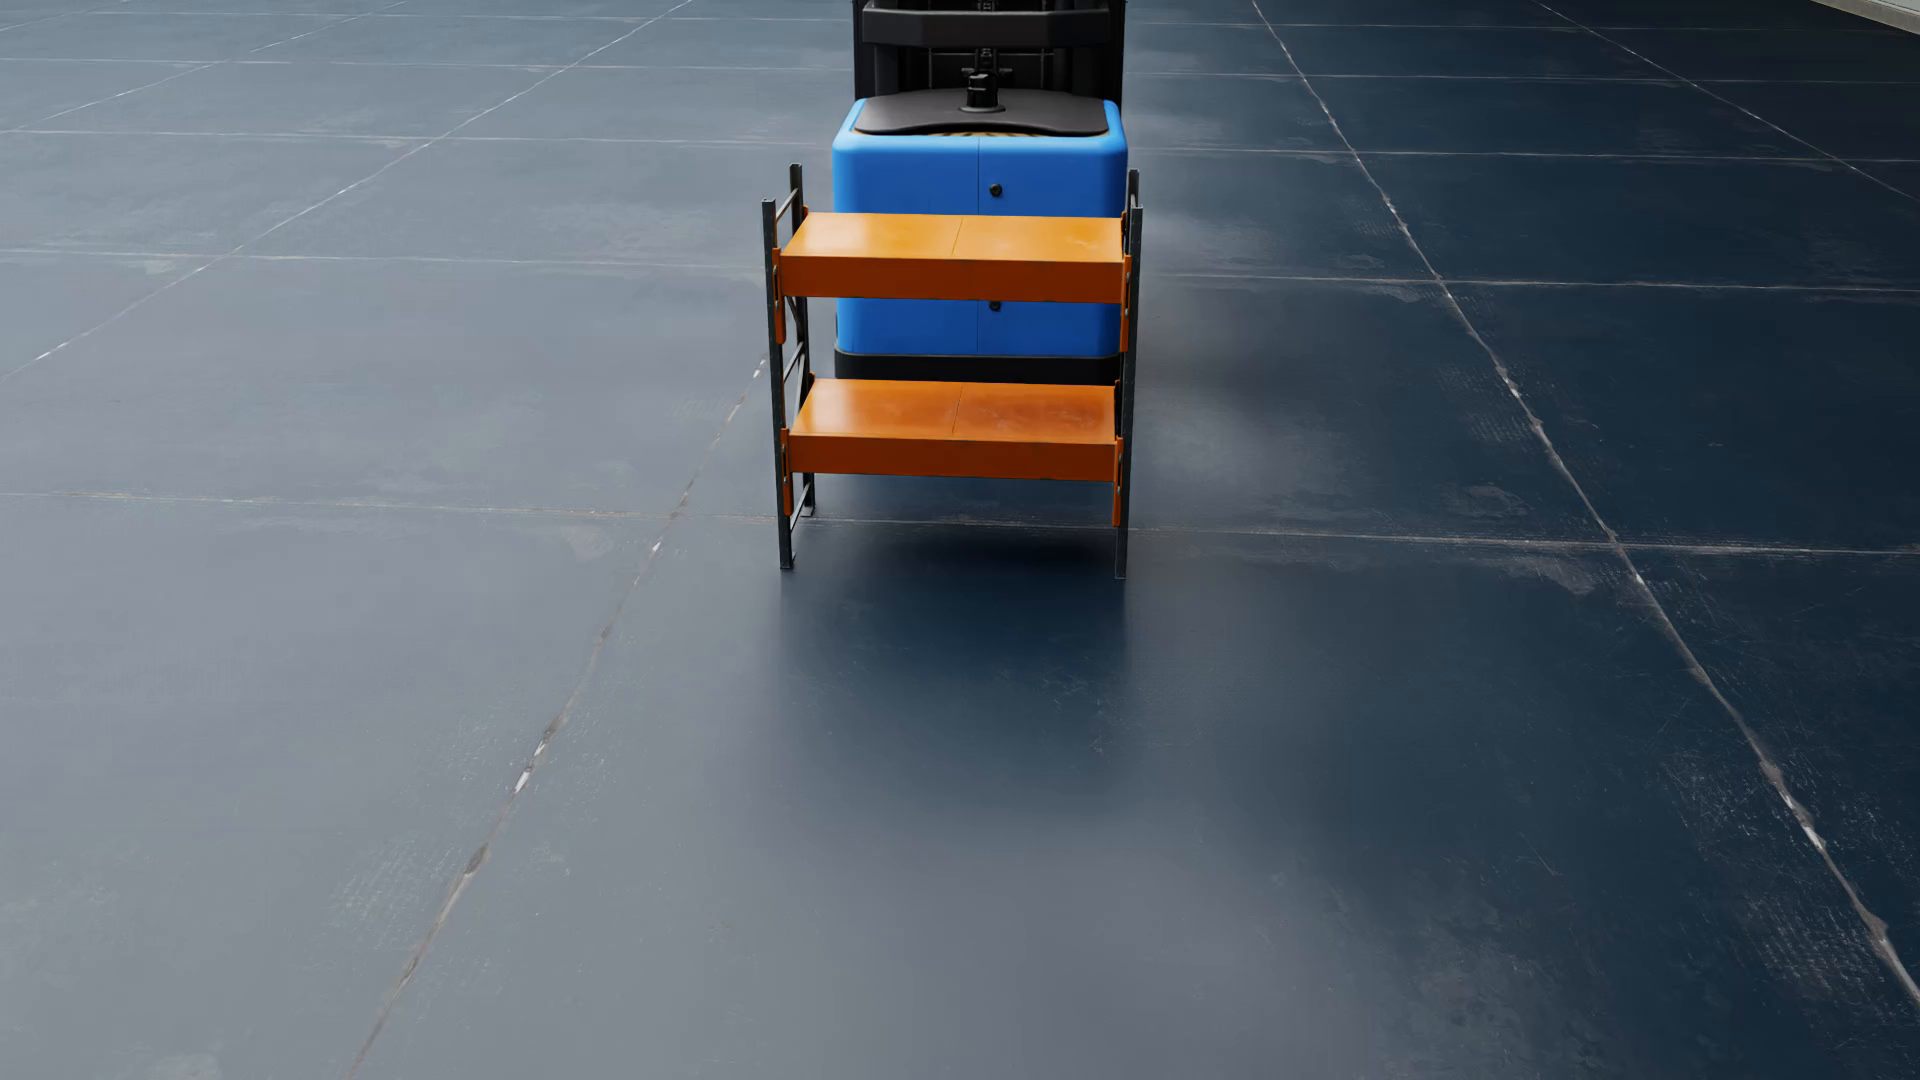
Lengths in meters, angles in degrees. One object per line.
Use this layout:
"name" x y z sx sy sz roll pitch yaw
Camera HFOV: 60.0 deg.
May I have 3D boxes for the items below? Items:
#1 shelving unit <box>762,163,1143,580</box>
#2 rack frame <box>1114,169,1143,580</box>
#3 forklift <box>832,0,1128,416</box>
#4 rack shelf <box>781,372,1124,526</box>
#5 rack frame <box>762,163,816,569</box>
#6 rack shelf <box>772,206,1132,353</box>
"shelving unit" -0.007 -0.511 5.015 1.048 1.125 0.538 2 25 4
"rack frame" 0.500 -0.495 4.980 0.032 1.125 0.500 2 25 4
"forklift" 0.125 -2.336 6.820 1.130 2.935 3.031 1 25 2
"rack shelf" -0.007 -0.289 5.118 1.000 0.278 0.538 2 25 4
"rack frame" -0.514 -0.527 5.051 0.032 1.125 0.500 2 25 4
"rack shelf" -0.007 -0.777 4.893 1.000 0.278 0.538 2 25 4
